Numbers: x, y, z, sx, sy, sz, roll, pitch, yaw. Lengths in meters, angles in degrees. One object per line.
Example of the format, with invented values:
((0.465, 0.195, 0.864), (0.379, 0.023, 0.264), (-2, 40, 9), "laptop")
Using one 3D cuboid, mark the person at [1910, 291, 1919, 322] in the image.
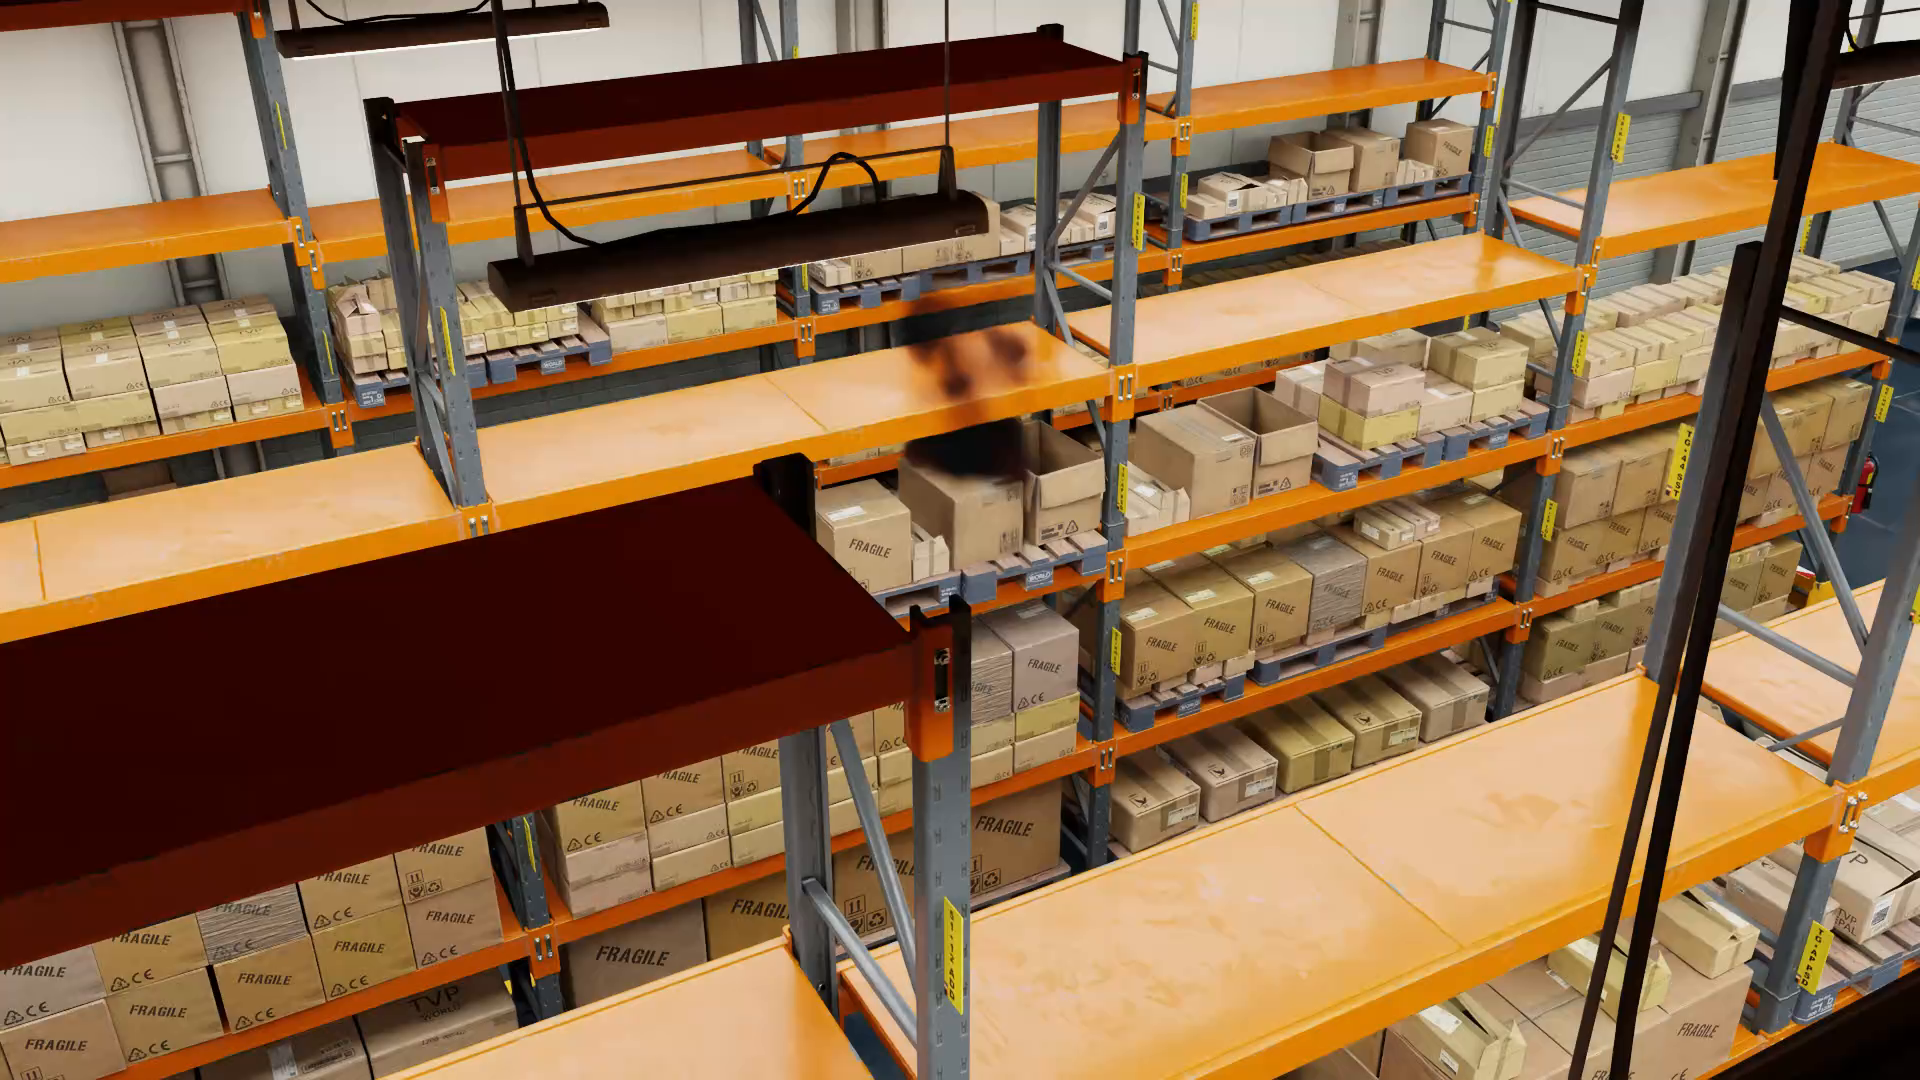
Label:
((13.122, -3.733, 22.161), (0.893, 1.807, 0.616), (-24, 36, -37), "person")
